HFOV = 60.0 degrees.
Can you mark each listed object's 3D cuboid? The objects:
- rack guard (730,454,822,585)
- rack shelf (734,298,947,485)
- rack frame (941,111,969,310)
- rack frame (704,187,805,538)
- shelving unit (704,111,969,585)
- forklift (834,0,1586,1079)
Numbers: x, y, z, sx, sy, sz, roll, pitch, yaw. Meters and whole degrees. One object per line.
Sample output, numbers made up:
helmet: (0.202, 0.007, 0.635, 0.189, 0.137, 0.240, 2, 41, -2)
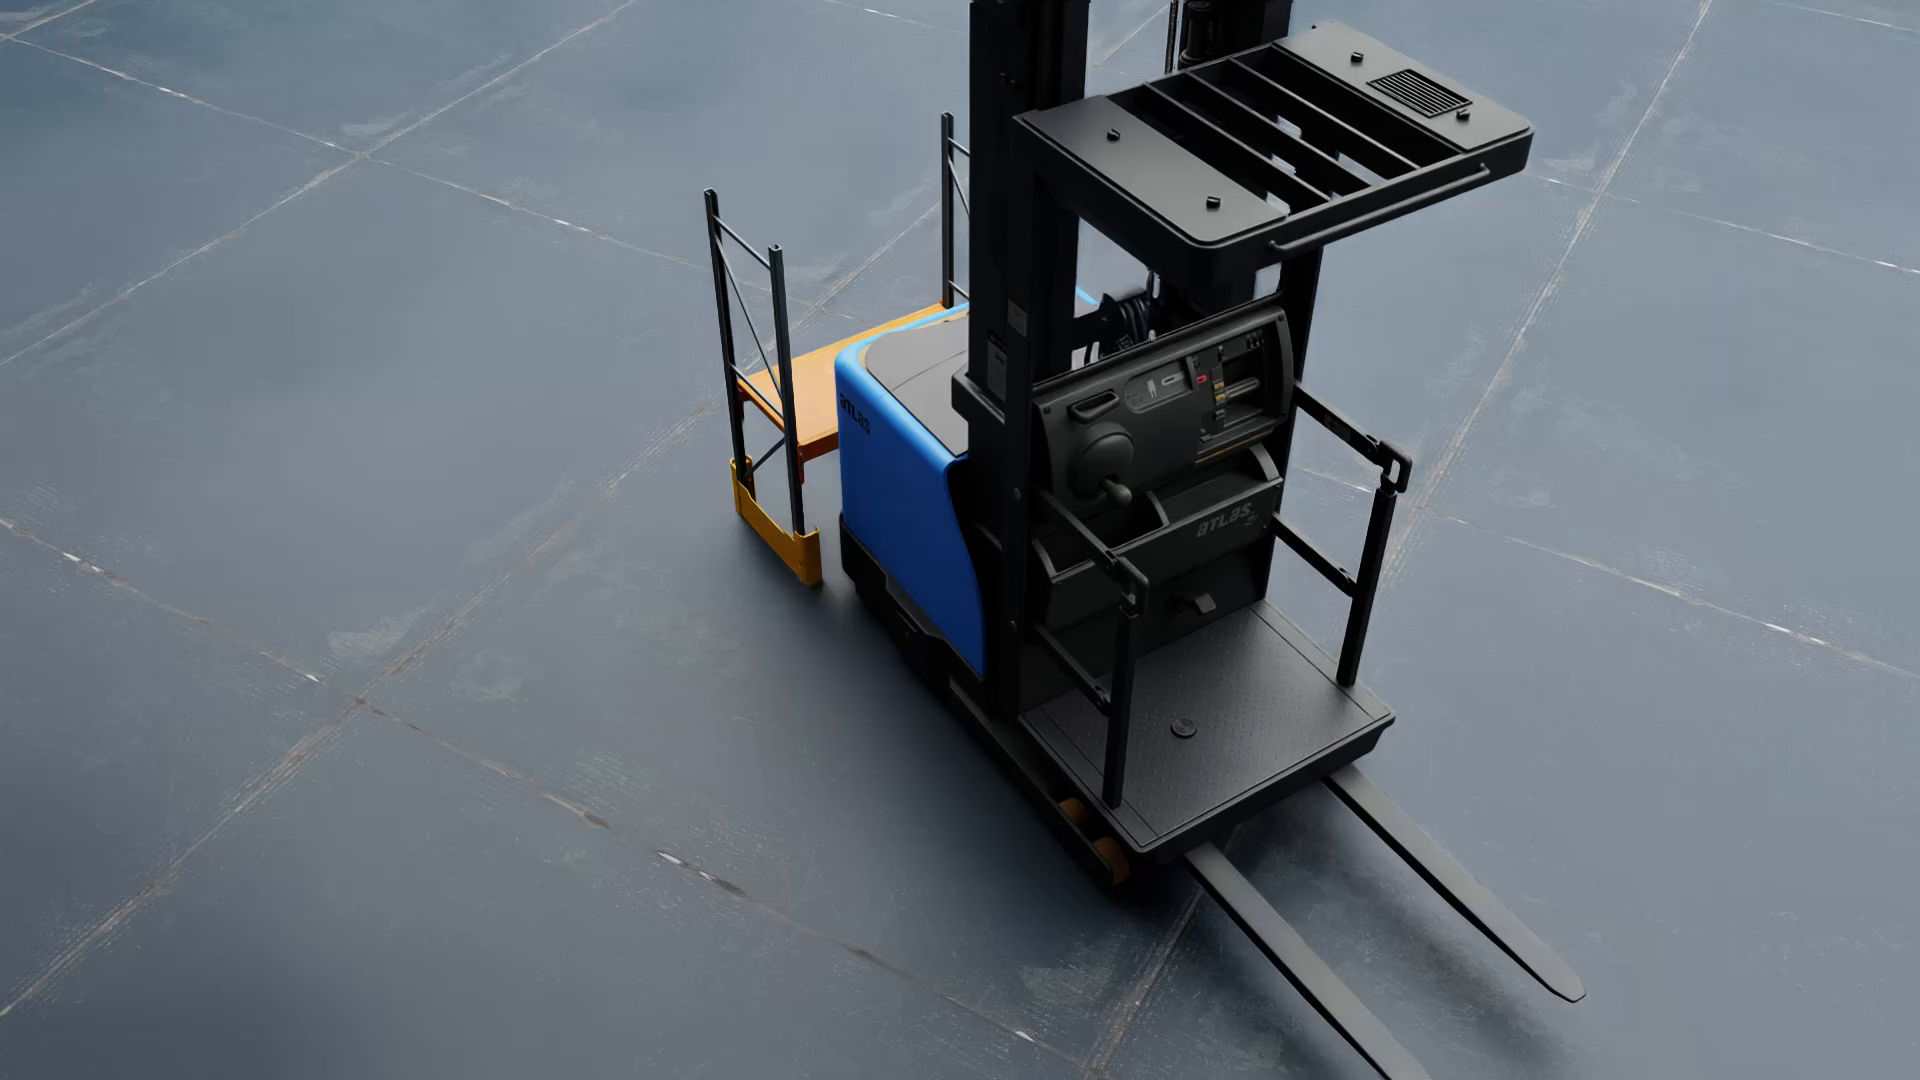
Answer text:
rack guard: (-0.738, -0.086, 6.659, 0.087, 0.250, 0.587, -25, 47, -25)
rack shelf: (-0.336, -0.605, 6.574, 1.000, 0.185, 0.538, -25, 47, -25)
rack frame: (0.081, -0.931, 6.673, 0.032, 1.500, 0.500, -25, 47, -25)
rack frame: (-0.754, -0.548, 6.237, 0.032, 1.500, 0.500, -25, 47, -25)
shelving unit: (-0.329, -0.743, 6.459, 1.083, 1.500, 0.587, -25, 47, -25)
forklift: (0.752, -0.322, 4.898, 1.130, 2.935, 3.031, -23, 46, -24)
